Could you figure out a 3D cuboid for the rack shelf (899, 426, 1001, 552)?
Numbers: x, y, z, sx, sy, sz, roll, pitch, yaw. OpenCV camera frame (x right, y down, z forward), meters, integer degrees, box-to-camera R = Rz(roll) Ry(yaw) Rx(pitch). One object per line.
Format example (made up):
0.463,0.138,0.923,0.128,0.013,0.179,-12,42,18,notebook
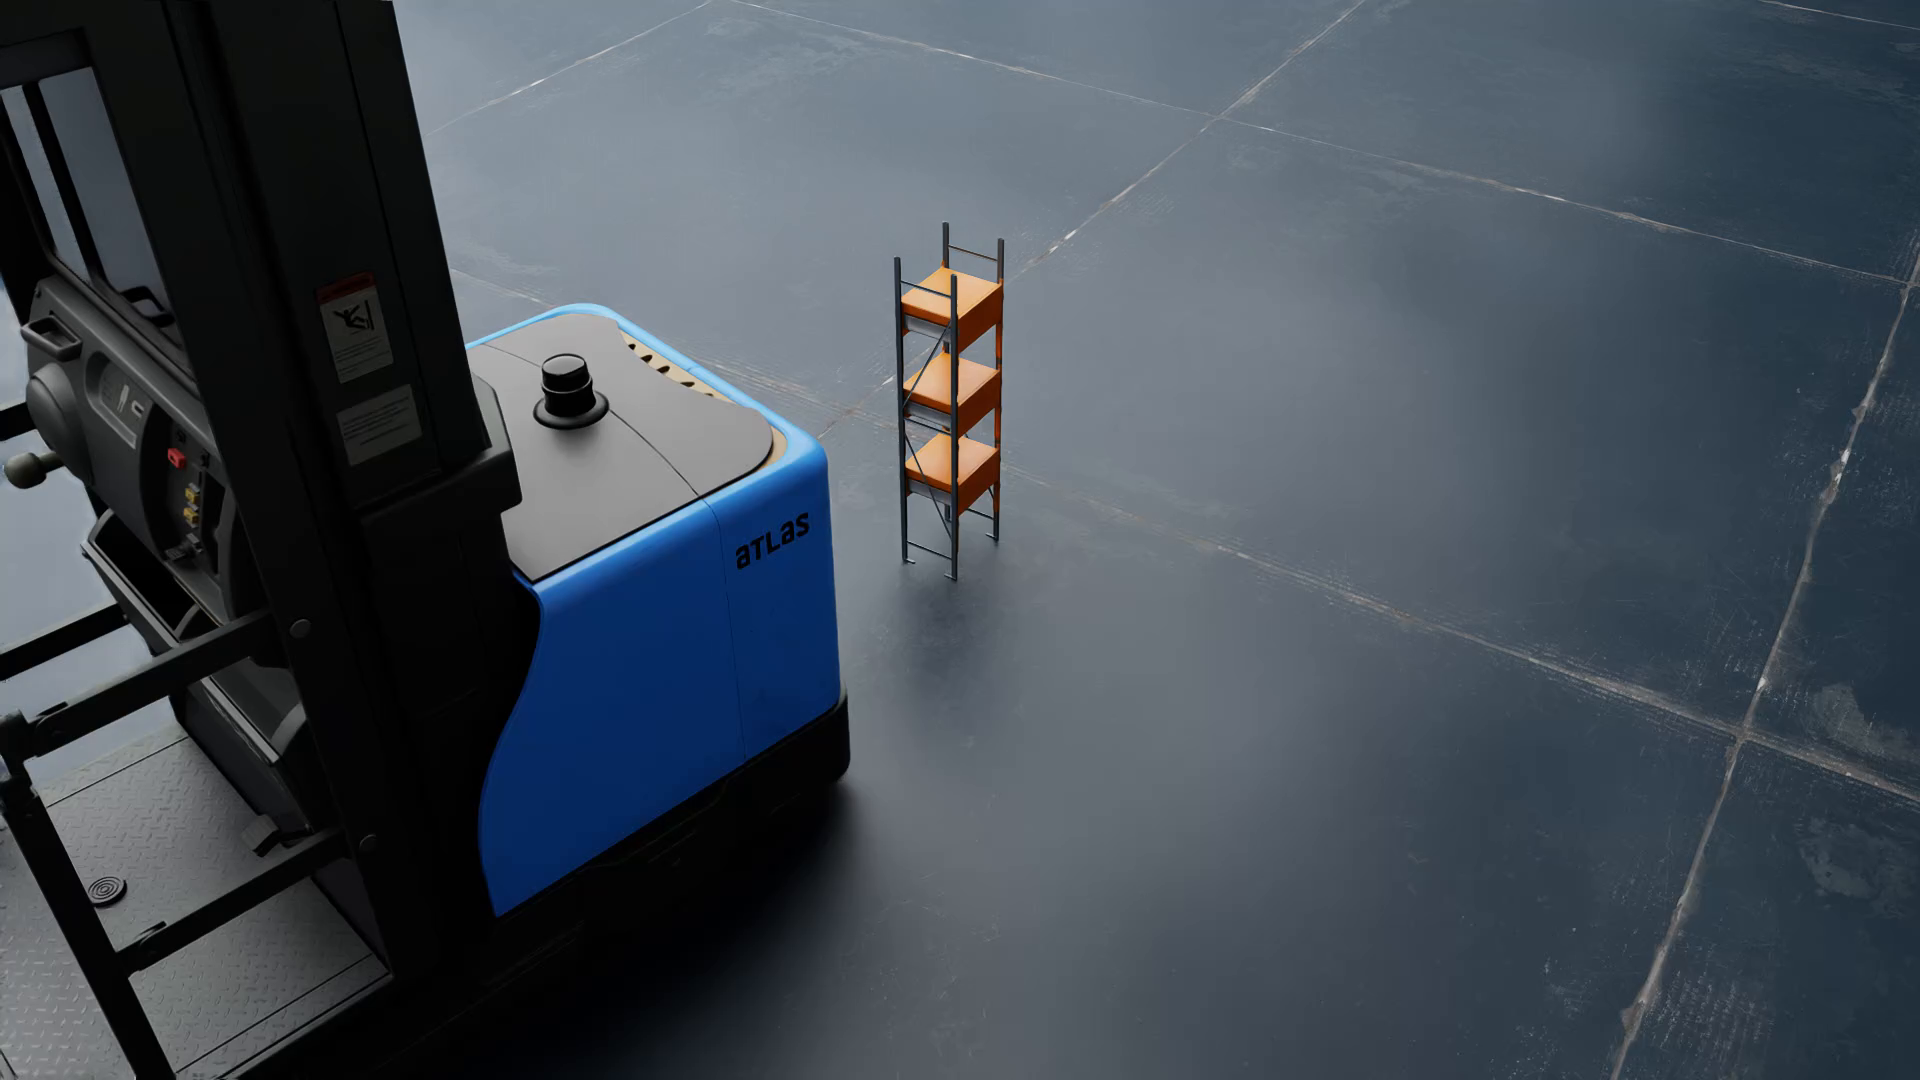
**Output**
-0.029,-0.160,5.070,0.215,0.259,0.240,21,42,25,rack shelf

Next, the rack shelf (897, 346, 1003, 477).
-0.029,-0.380,4.900,0.215,0.259,0.240,21,42,25,rack shelf

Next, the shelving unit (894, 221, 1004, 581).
-0.029,-0.388,4.894,0.215,1.050,0.252,21,42,25,shelving unit

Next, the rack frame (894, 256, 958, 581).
-0.094,-0.325,4.812,0.200,1.050,0.008,21,42,25,rack frame

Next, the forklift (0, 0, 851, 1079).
-1.700,-0.114,2.998,3.031,2.935,1.130,-30,47,-33,forklift

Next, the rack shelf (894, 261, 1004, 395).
-0.029,-0.605,4.727,0.215,0.259,0.240,21,42,25,rack shelf

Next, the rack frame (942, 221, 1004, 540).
0.037,-0.451,4.975,0.200,1.050,0.008,21,42,25,rack frame
